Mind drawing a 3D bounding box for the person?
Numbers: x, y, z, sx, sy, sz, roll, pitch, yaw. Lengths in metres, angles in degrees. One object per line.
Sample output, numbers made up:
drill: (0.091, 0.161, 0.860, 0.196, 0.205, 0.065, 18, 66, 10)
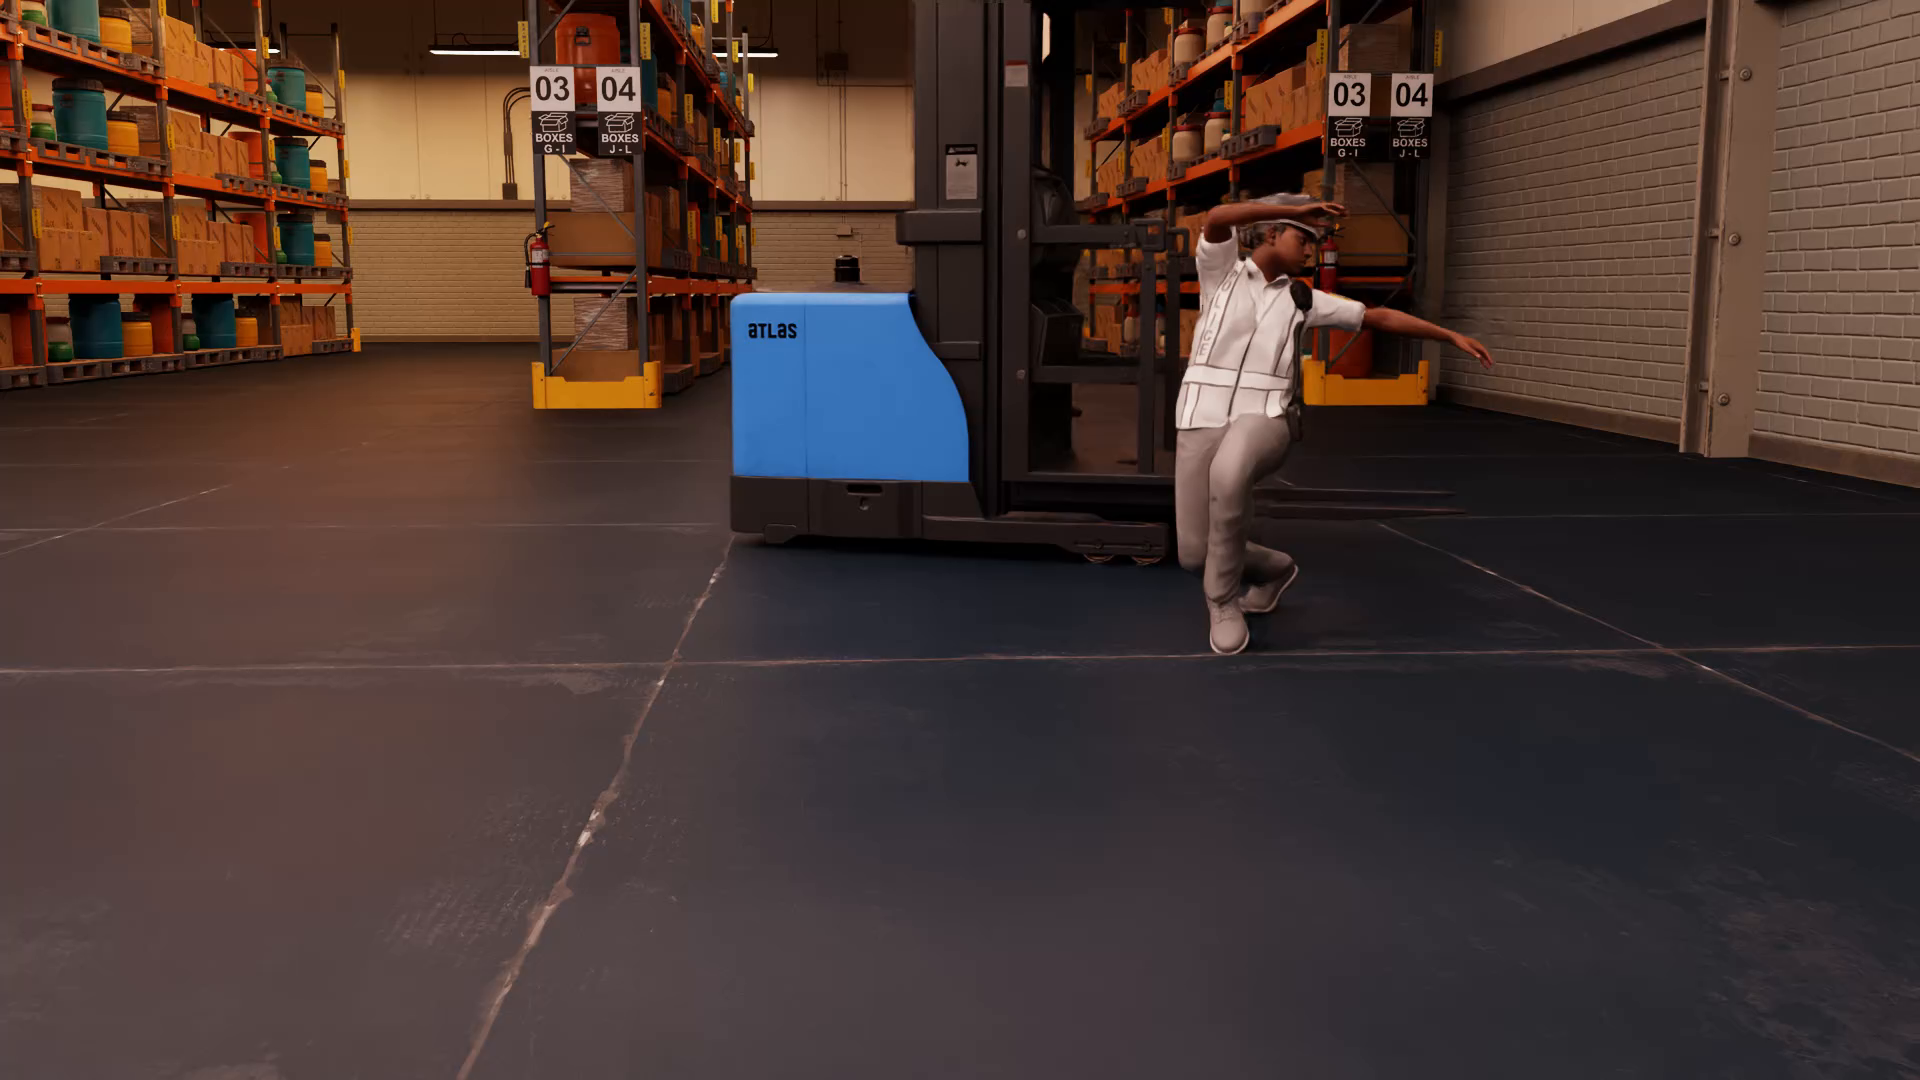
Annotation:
person: (1.144, -0.383, 5.212, 0.964, 1.397, 0.884, 3, 9, 20)

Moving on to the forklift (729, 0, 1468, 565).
forklift: (0.591, -1.436, 7.002, 3.031, 2.935, 1.130, 2, 9, 13)
